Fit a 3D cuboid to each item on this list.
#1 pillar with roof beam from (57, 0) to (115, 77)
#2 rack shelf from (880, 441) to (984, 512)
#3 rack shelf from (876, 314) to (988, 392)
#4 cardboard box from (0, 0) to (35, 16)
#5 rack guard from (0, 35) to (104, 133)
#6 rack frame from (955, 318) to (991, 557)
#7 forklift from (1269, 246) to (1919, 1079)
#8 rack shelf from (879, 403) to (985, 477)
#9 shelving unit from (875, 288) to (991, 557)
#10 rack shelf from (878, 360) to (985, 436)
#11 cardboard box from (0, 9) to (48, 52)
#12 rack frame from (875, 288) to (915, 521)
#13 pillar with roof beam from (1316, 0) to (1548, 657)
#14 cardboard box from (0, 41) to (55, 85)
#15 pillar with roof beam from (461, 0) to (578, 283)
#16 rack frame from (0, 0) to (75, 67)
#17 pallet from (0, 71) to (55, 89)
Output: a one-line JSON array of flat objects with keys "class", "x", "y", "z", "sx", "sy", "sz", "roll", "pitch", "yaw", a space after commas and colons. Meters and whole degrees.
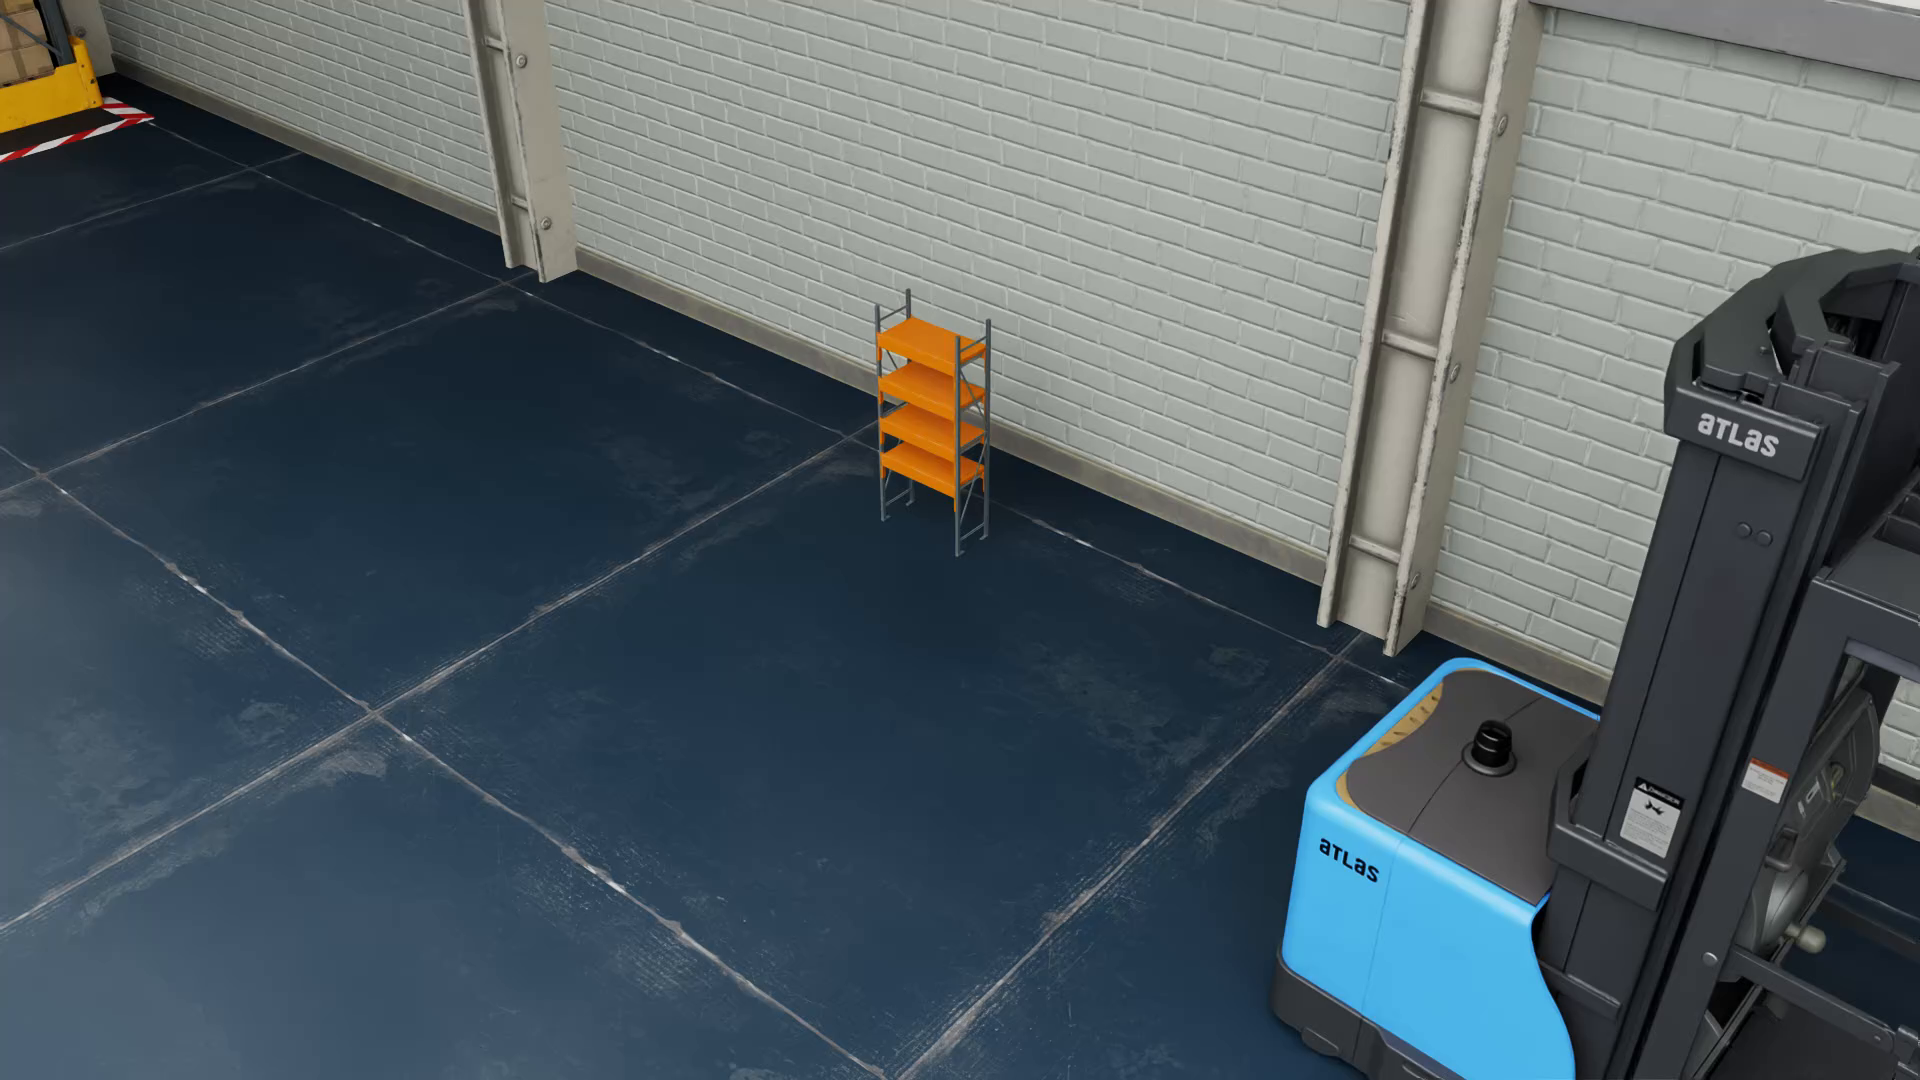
[{"class": "pillar with roof beam", "x": -10.081, "y": -5.793, "z": 8.736, "sx": 0.400, "sy": 9.000, "sz": 9.100, "roll": 25, "pitch": 42, "yaw": 32}, {"class": "rack shelf", "x": -0.127, "y": -0.335, "z": 8.148, "sx": 0.480, "sy": 0.148, "sz": 0.258, "roll": 25, "pitch": 42, "yaw": 32}, {"class": "rack shelf", "x": -0.127, "y": -0.878, "z": 7.775, "sx": 0.480, "sy": 0.148, "sz": 0.258, "roll": 25, "pitch": 42, "yaw": 32}, {"class": "cardboard box", "x": -7.616, "y": -4.257, "z": 12.973, "sx": 0.500, "sy": 0.250, "sz": 0.500, "roll": 25, "pitch": 41, "yaw": 31}, {"class": "rack guard", "x": -7.350, "y": -3.509, "z": 12.918, "sx": 0.348, "sy": 0.500, "sz": 1.175, "roll": 25, "pitch": 42, "yaw": 32}, {"class": "rack frame", "x": 0.060, "y": -0.466, "z": 7.869, "sx": 0.015, "sy": 1.200, "sz": 0.240, "roll": 25, "pitch": 42, "yaw": 32}, {"class": "forklift", "x": 2.500, "y": 0.827, "z": 4.456, "sx": 3.031, "sy": 2.935, "sz": 1.130, "roll": 28, "pitch": 43, "yaw": 34}, {"class": "rack shelf", "x": -0.127, "y": -0.499, "z": 8.036, "sx": 0.480, "sy": 0.148, "sz": 0.258, "roll": 25, "pitch": 42, "yaw": 32}, {"class": "shelving unit", "x": -0.127, "y": -0.555, "z": 7.998, "sx": 0.503, "sy": 1.200, "sz": 0.258, "roll": 25, "pitch": 42, "yaw": 32}, {"class": "rack shelf", "x": -0.127, "y": -0.683, "z": 7.909, "sx": 0.480, "sy": 0.148, "sz": 0.258, "roll": 25, "pitch": 42, "yaw": 32}, {"class": "cardboard box", "x": -7.597, "y": -4.055, "z": 13.121, "sx": 0.500, "sy": 0.250, "sz": 0.500, "roll": 26, "pitch": 42, "yaw": 33}, {"class": "rack frame", "x": -0.315, "y": -0.643, "z": 8.126, "sx": 0.015, "sy": 1.200, "sz": 0.240, "roll": 25, "pitch": 42, "yaw": 32}, {"class": "pillar with roof beam", "x": -0.859, "y": -1.446, "z": 2.407, "sx": 0.400, "sy": 9.000, "sz": 9.100, "roll": 25, "pitch": 42, "yaw": 32}, {"class": "cardboard box", "x": -7.620, "y": -3.851, "z": 13.266, "sx": 0.500, "sy": 0.250, "sz": 0.500, "roll": 25, "pitch": 42, "yaw": 32}, {"class": "pillar with roof beam", "x": -5.470, "y": -3.619, "z": 5.571, "sx": 0.400, "sy": 9.000, "sz": 9.100, "roll": 25, "pitch": 42, "yaw": 32}, {"class": "rack frame", "x": -7.368, "y": -4.548, "z": 12.223, "sx": 0.127, "sy": 3.000, "sz": 1.000, "roll": 25, "pitch": 42, "yaw": 32}, {"class": "pallet", "x": -7.983, "y": -3.658, "z": 13.390, "sx": 1.213, "sy": 0.211, "sz": 1.003, "roll": 25, "pitch": 42, "yaw": 32}]
